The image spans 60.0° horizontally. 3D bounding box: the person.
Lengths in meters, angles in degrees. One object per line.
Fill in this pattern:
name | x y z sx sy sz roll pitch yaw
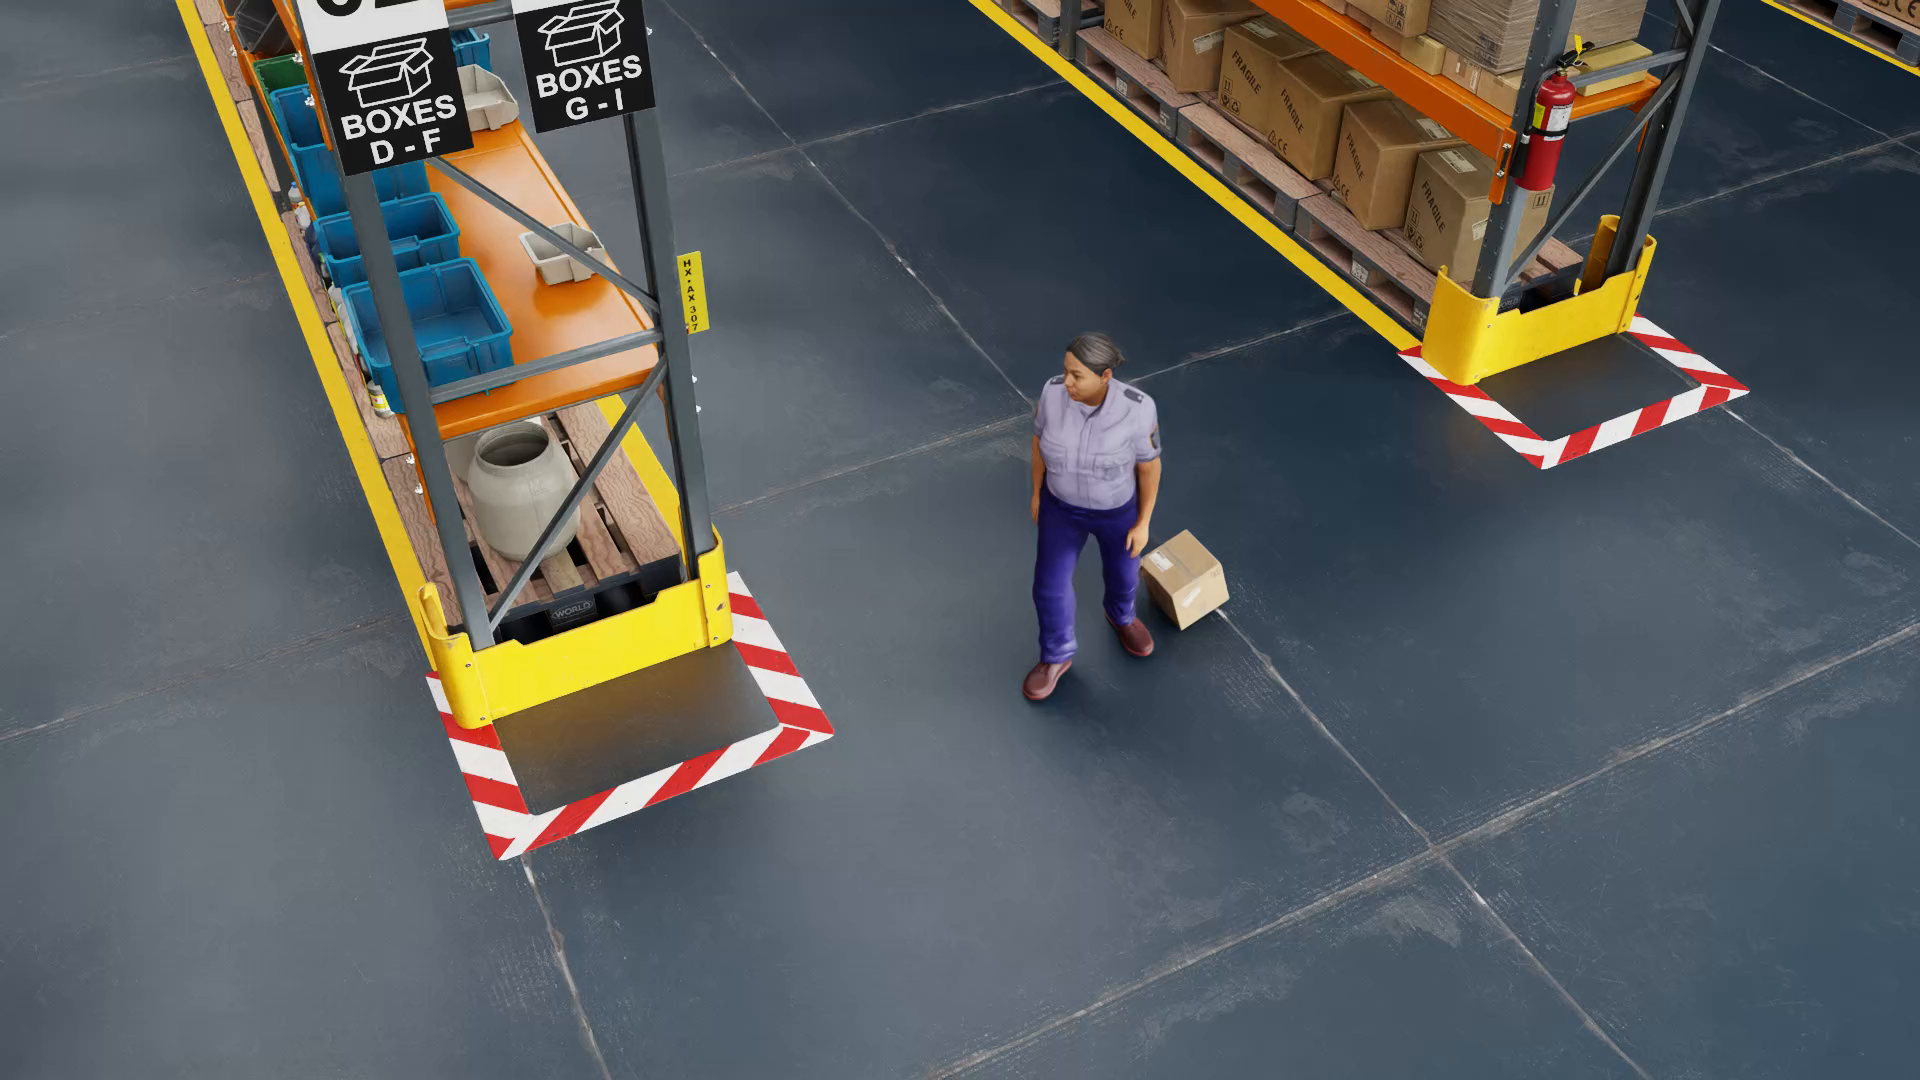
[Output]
person | 0.513 -0.117 6.311 0.528 1.626 0.598 12 43 13
